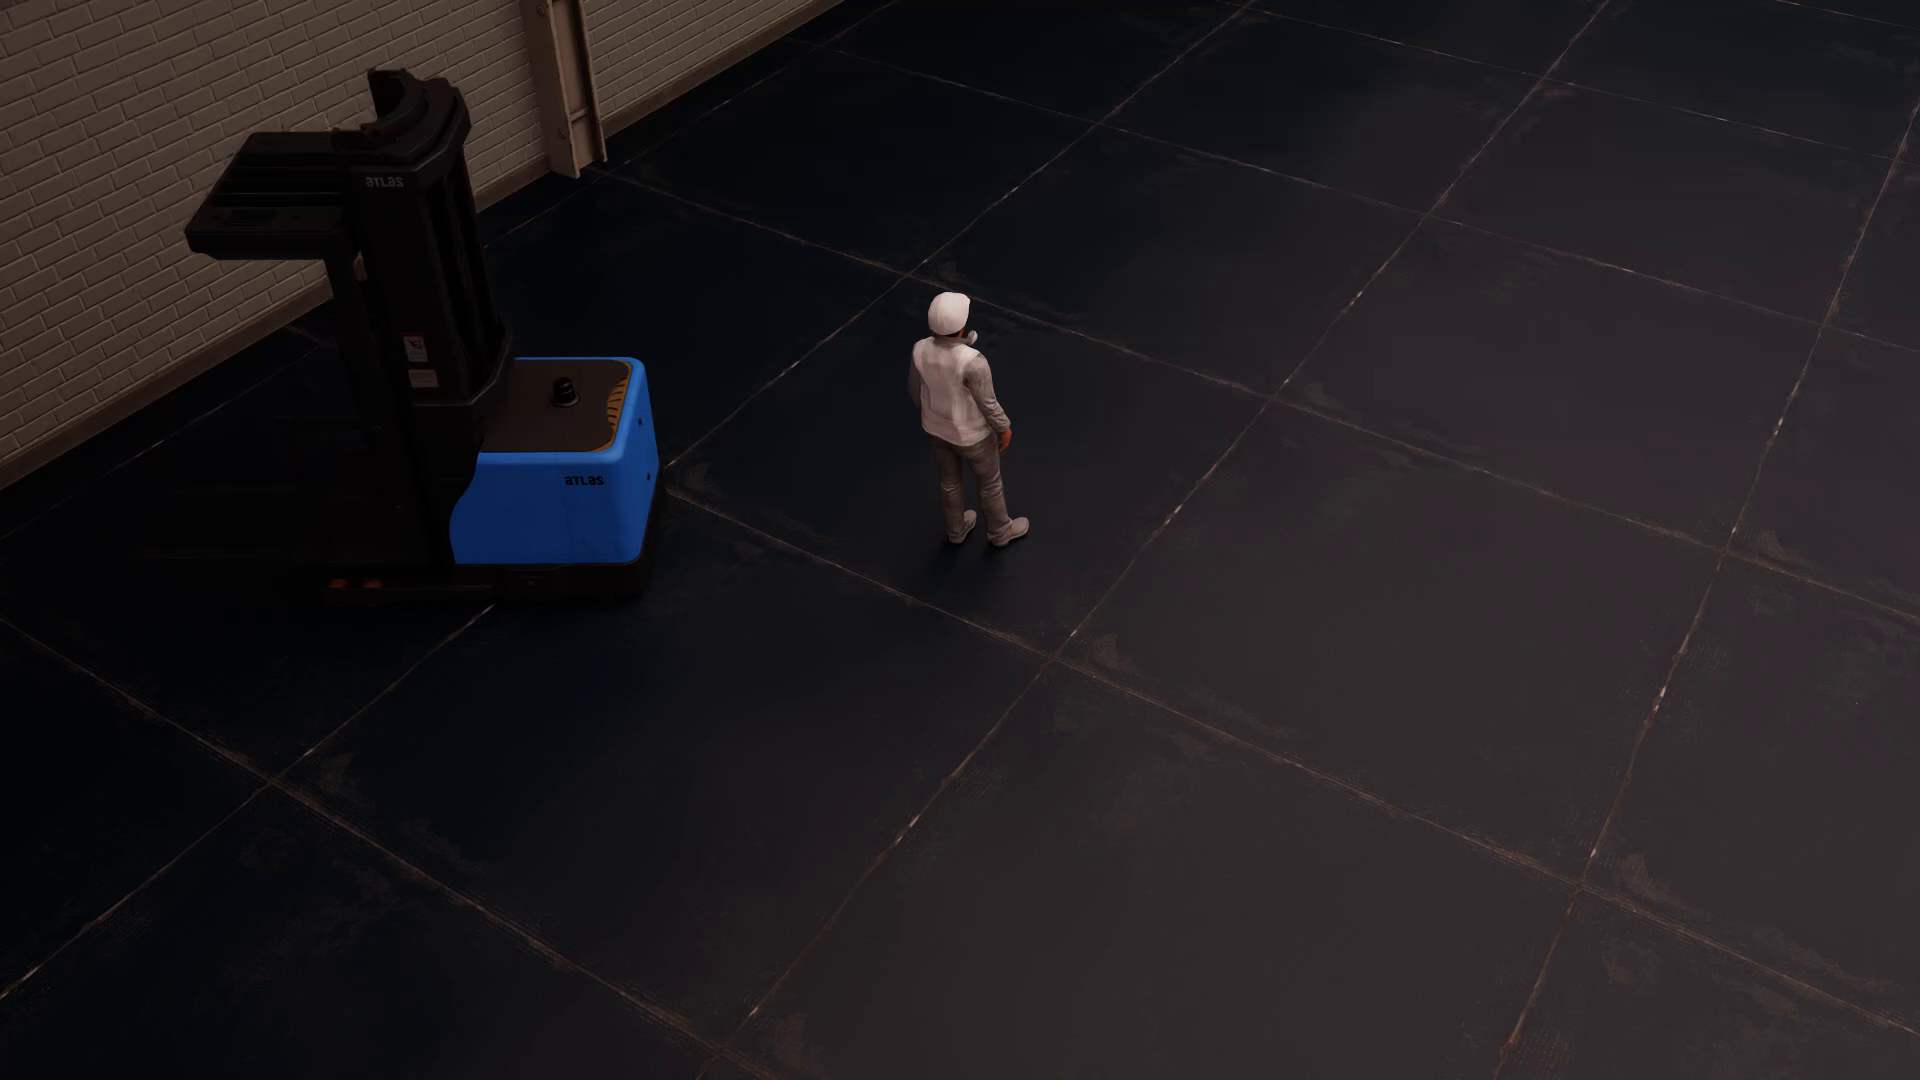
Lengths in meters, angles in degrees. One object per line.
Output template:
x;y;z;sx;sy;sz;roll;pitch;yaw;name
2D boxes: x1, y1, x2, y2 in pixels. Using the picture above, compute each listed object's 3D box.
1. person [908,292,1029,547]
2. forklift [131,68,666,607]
0.040;-0.714;9.693;0.634;1.775;0.566;22;45;24;person
-3.364;-1.071;9.231;3.031;2.935;1.130;0;40;0;forklift
